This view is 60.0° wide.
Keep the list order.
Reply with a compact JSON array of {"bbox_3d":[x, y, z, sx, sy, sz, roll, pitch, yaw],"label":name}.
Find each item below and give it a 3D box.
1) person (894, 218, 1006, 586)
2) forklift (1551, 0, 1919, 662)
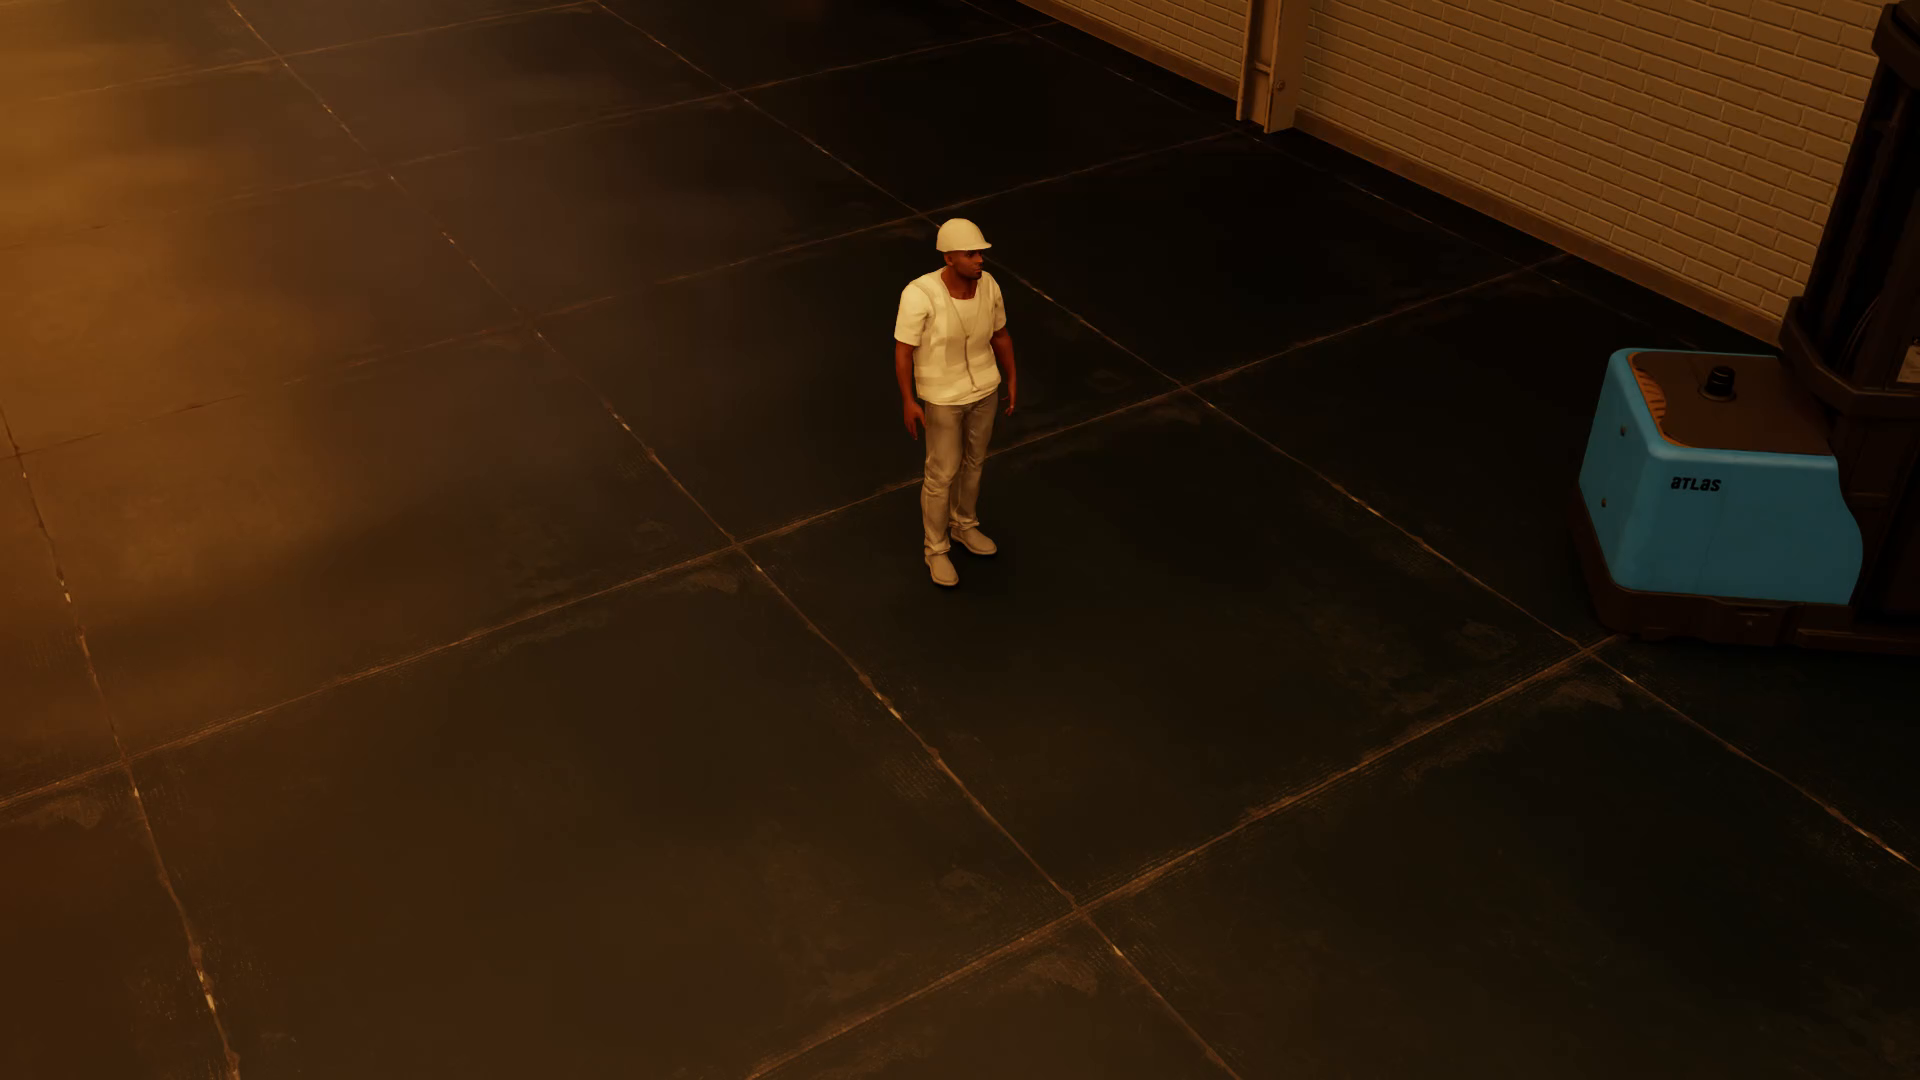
[{"bbox_3d":[0.032,-0.693,8.135,0.642,1.765,0.577,-21,40,-27],"label":"person"},{"bbox_3d":[4.560,-0.909,7.441,3.031,2.935,1.130,4,35,5],"label":"forklift"}]
